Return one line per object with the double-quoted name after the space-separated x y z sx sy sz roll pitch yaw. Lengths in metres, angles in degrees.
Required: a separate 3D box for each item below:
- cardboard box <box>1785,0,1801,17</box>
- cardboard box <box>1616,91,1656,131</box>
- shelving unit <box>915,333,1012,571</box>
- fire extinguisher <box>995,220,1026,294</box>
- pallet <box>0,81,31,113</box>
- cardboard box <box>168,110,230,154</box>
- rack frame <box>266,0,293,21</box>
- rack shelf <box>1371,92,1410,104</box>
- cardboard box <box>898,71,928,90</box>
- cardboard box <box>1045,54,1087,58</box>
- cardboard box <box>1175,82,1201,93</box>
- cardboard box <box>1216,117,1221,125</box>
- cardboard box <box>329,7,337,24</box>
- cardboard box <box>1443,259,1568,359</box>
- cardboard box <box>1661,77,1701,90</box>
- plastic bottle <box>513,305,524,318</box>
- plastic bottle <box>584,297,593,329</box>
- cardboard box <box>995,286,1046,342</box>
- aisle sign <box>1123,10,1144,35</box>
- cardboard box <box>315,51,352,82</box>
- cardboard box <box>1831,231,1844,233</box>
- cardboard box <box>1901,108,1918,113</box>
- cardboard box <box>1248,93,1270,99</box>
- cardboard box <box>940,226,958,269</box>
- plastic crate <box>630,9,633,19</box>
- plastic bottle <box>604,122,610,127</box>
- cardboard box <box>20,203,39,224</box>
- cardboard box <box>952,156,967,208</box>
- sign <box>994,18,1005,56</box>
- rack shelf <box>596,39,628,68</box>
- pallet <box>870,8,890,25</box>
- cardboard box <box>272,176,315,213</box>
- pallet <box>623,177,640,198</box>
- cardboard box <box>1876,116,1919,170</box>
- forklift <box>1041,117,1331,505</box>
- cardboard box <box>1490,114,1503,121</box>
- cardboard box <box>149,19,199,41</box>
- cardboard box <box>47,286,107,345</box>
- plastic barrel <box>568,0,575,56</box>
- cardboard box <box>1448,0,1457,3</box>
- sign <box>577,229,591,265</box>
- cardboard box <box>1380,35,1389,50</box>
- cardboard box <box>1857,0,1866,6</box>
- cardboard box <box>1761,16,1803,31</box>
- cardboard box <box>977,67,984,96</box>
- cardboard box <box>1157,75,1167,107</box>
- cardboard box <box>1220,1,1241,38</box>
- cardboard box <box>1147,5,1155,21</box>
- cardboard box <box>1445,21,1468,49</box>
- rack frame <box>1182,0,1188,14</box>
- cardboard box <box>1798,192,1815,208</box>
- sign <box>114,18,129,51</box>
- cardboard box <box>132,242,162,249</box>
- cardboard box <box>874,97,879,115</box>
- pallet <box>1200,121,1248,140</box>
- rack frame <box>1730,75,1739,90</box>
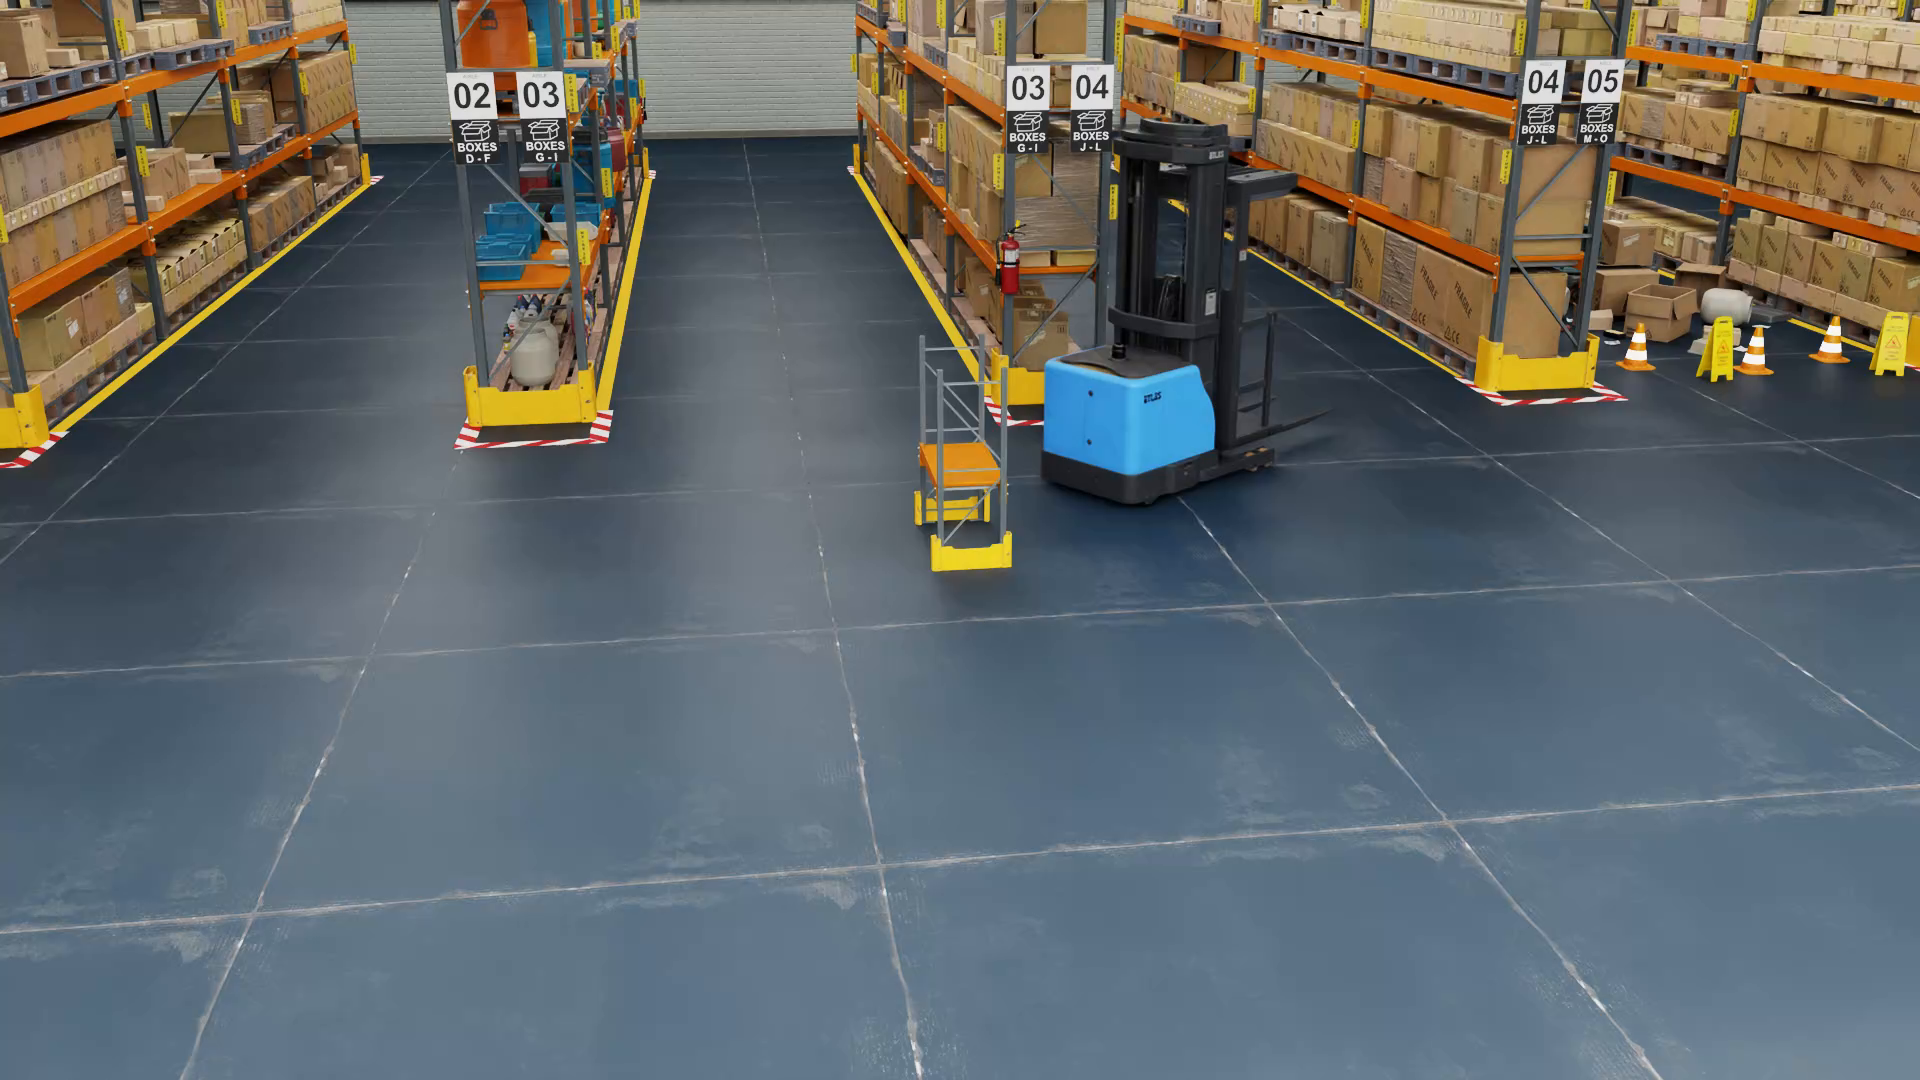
10.374 -6.820 21.301 0.500 0.250 0.500 -3 21 -9 "cardboard box"
9.485 -6.080 23.539 0.500 0.500 0.500 -2 21 -5 "cardboard box"
0.011 -0.676 12.383 0.587 1.500 1.083 -3 21 -8 "shelving unit"
0.474 -2.676 15.703 0.296 0.674 0.183 -3 21 -8 "fire extinguisher"
-8.966 -3.886 14.674 1.003 0.211 1.213 -3 21 -8 "pallet"
-10.245 -5.502 22.418 0.700 0.500 0.500 -10 23 -26 "cardboard box"
-10.620 -9.242 24.598 1.000 3.000 0.127 -3 21 -8 "rack frame"
8.702 -7.785 30.300 1.077 0.370 4.000 -3 21 -8 "rack shelf"
-0.523 -6.773 24.987 0.797 0.503 0.637 -2 21 -6 "cardboard box"
1.034 -4.677 16.309 0.380 0.149 0.250 -2 21 -6 "cardboard box"
3.708 -7.343 26.998 0.380 0.149 0.250 -2 21 -5 "cardboard box"
4.053 -6.248 24.917 0.380 0.149 0.250 -3 21 -8 "cardboard box"
-10.800 -8.813 27.952 0.500 0.250 0.500 -3 21 -8 "cardboard box"
5.673 -2.423 17.352 0.875 0.875 0.875 -3 21 -7 "cardboard box"
13.368 -8.438 30.812 0.500 0.250 0.500 -3 21 -9 "cardboard box"
-4.770 -2.362 17.911 0.144 0.351 0.185 -3 21 -8 "plastic bottle"
-4.112 -2.488 18.249 0.144 0.351 0.185 -3 21 -8 "plastic bottle"
0.649 -2.441 17.936 0.500 0.500 0.500 -1 21 -3 "cardboard box"
3.223 -9.758 30.839 0.394 0.787 0.004 -3 21 -8 "aisle sign"
-10.860 -8.191 28.788 0.500 0.500 0.500 -3 21 -8 "cardboard box"
10.644 -3.376 19.725 0.500 0.500 0.500 -2 21 -5 "cardboard box"
14.276 -6.293 24.777 0.500 0.250 0.500 -3 21 -8 "cardboard box"
4.617 -6.742 25.390 0.380 0.149 0.250 -2 21 -6 "cardboard box"
0.139 -3.768 21.462 0.700 0.500 0.500 -5 21 -12 "cardboard box"
-5.869 -9.044 28.658 0.450 0.188 0.336 -3 21 -8 "plastic crate"
-5.336 -6.185 25.174 0.097 0.271 0.097 0 20 0 "plastic bottle"
-8.843 -3.039 15.496 0.380 0.149 0.250 -3 21 -9 "cardboard box"
0.378 -4.012 18.603 0.875 0.500 0.500 -3 21 -8 "cardboard box"
0.361 -4.574 15.122 0.100 0.325 0.005 -3 21 -8 "sign"
-5.429 -7.055 24.061 1.077 0.370 4.000 -3 21 -8 "rack shelf"
-0.924 -8.577 27.233 1.003 0.211 1.213 -3 21 -8 "pallet"
-10.265 -5.310 25.590 0.500 0.500 0.500 -3 21 -8 "cardboard box"
-6.041 -6.049 28.611 1.003 0.211 1.213 -3 21 -8 "pallet"
10.365 -4.271 17.866 0.700 0.500 0.500 -3 21 -7 "cardboard box"
2.090 -2.075 14.083 3.031 2.935 1.130 -19 27 -40 "forklift"
8.927 -6.836 26.947 0.500 0.250 0.500 -3 21 -8 "cardboard box"
-9.922 -6.424 20.955 0.500 0.250 0.500 -4 21 -12 "cardboard box"
-8.961 -2.253 16.718 0.500 0.500 0.500 -3 21 -8 "cardboard box"
-5.237 -6.640 21.202 0.600 0.901 0.600 0 20 0 "plastic barrel"
5.700 -5.994 18.668 0.380 0.149 0.250 -3 21 -8 "cardboard box"
-3.443 -2.681 15.211 0.100 0.325 0.005 -3 21 -8 "sign"
5.015 -5.673 18.947 0.380 0.149 0.250 -3 21 -8 "cardboard box"
14.119 -8.337 25.684 0.380 0.149 0.250 -3 21 -9 "cardboard box"
9.866 -6.195 19.948 0.380 0.149 0.250 -3 21 -9 "cardboard box"
0.452 -4.614 16.711 0.500 0.250 0.500 -2 21 -7 "cardboard box"
3.684 -7.664 28.381 0.500 0.500 0.500 -3 21 -9 "cardboard box"
4.196 -7.743 24.729 0.500 0.500 0.500 -3 21 -8 "cardboard box"
3.564 -9.157 28.873 0.500 0.250 0.500 -3 21 -8 "cardboard box"
5.347 -5.210 17.138 0.500 0.250 0.500 -3 21 -8 "cardboard box"
4.107 -9.955 26.509 1.000 3.000 0.127 -3 21 -8 "rack frame"
10.047 -3.973 19.426 0.380 0.149 0.250 -3 21 -7 "cardboard box"
-8.917 -5.374 17.679 0.100 0.325 0.005 -3 21 -8 "sign"
-10.028 -3.485 20.289 0.500 0.311 0.500 -3 21 -8 "cardboard box"
-1.140 -7.138 27.330 0.500 0.250 0.500 -3 21 -9 "cardboard box"
4.357 -6.353 25.714 1.003 0.211 1.213 -3 21 -8 "pallet"
13.902 -7.681 28.994 1.000 3.000 0.127 -3 21 -8 "rack frame"
